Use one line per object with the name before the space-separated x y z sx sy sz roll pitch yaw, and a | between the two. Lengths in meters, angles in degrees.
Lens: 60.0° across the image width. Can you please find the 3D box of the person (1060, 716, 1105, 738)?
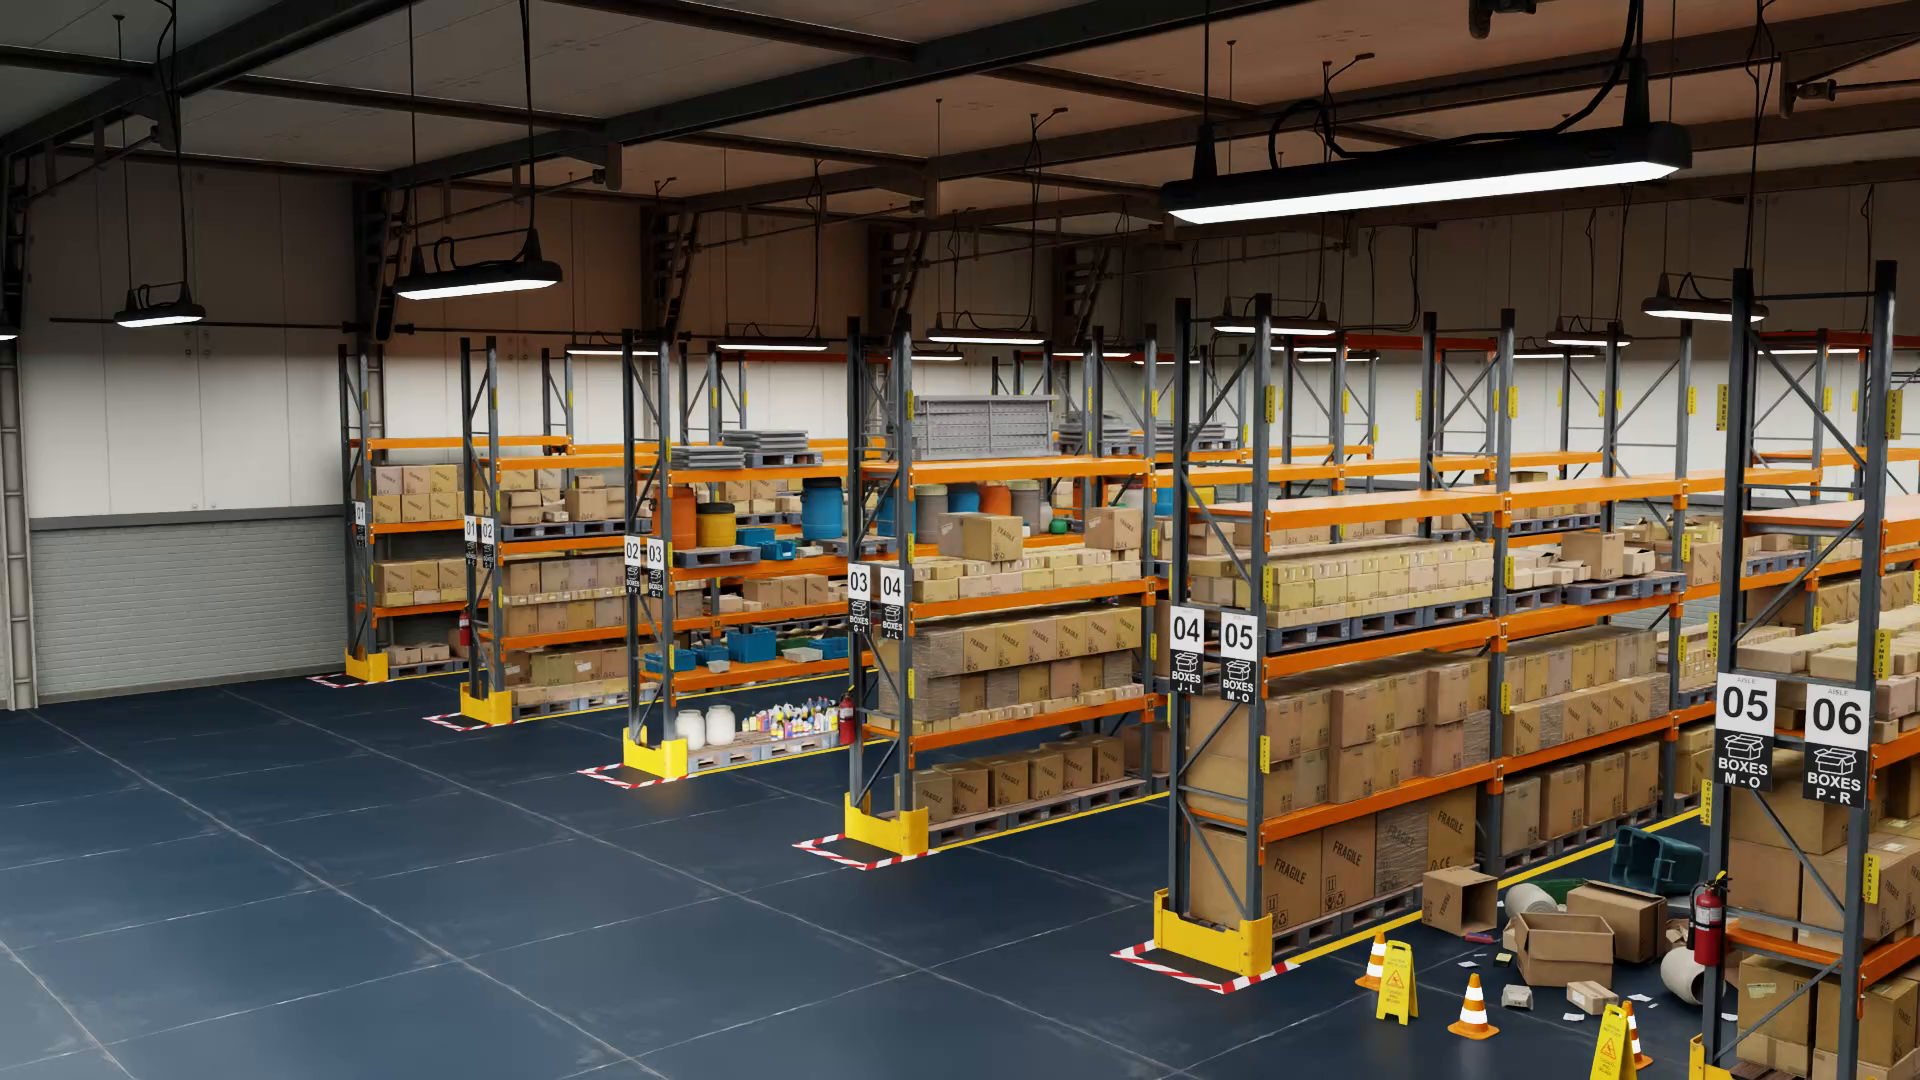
person | 1.795 2.065 24.882 0.682 1.765 0.643 -2 6 -24

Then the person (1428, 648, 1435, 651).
person | 6.415 2.256 23.085 0.548 1.627 1.014 5 7 44
